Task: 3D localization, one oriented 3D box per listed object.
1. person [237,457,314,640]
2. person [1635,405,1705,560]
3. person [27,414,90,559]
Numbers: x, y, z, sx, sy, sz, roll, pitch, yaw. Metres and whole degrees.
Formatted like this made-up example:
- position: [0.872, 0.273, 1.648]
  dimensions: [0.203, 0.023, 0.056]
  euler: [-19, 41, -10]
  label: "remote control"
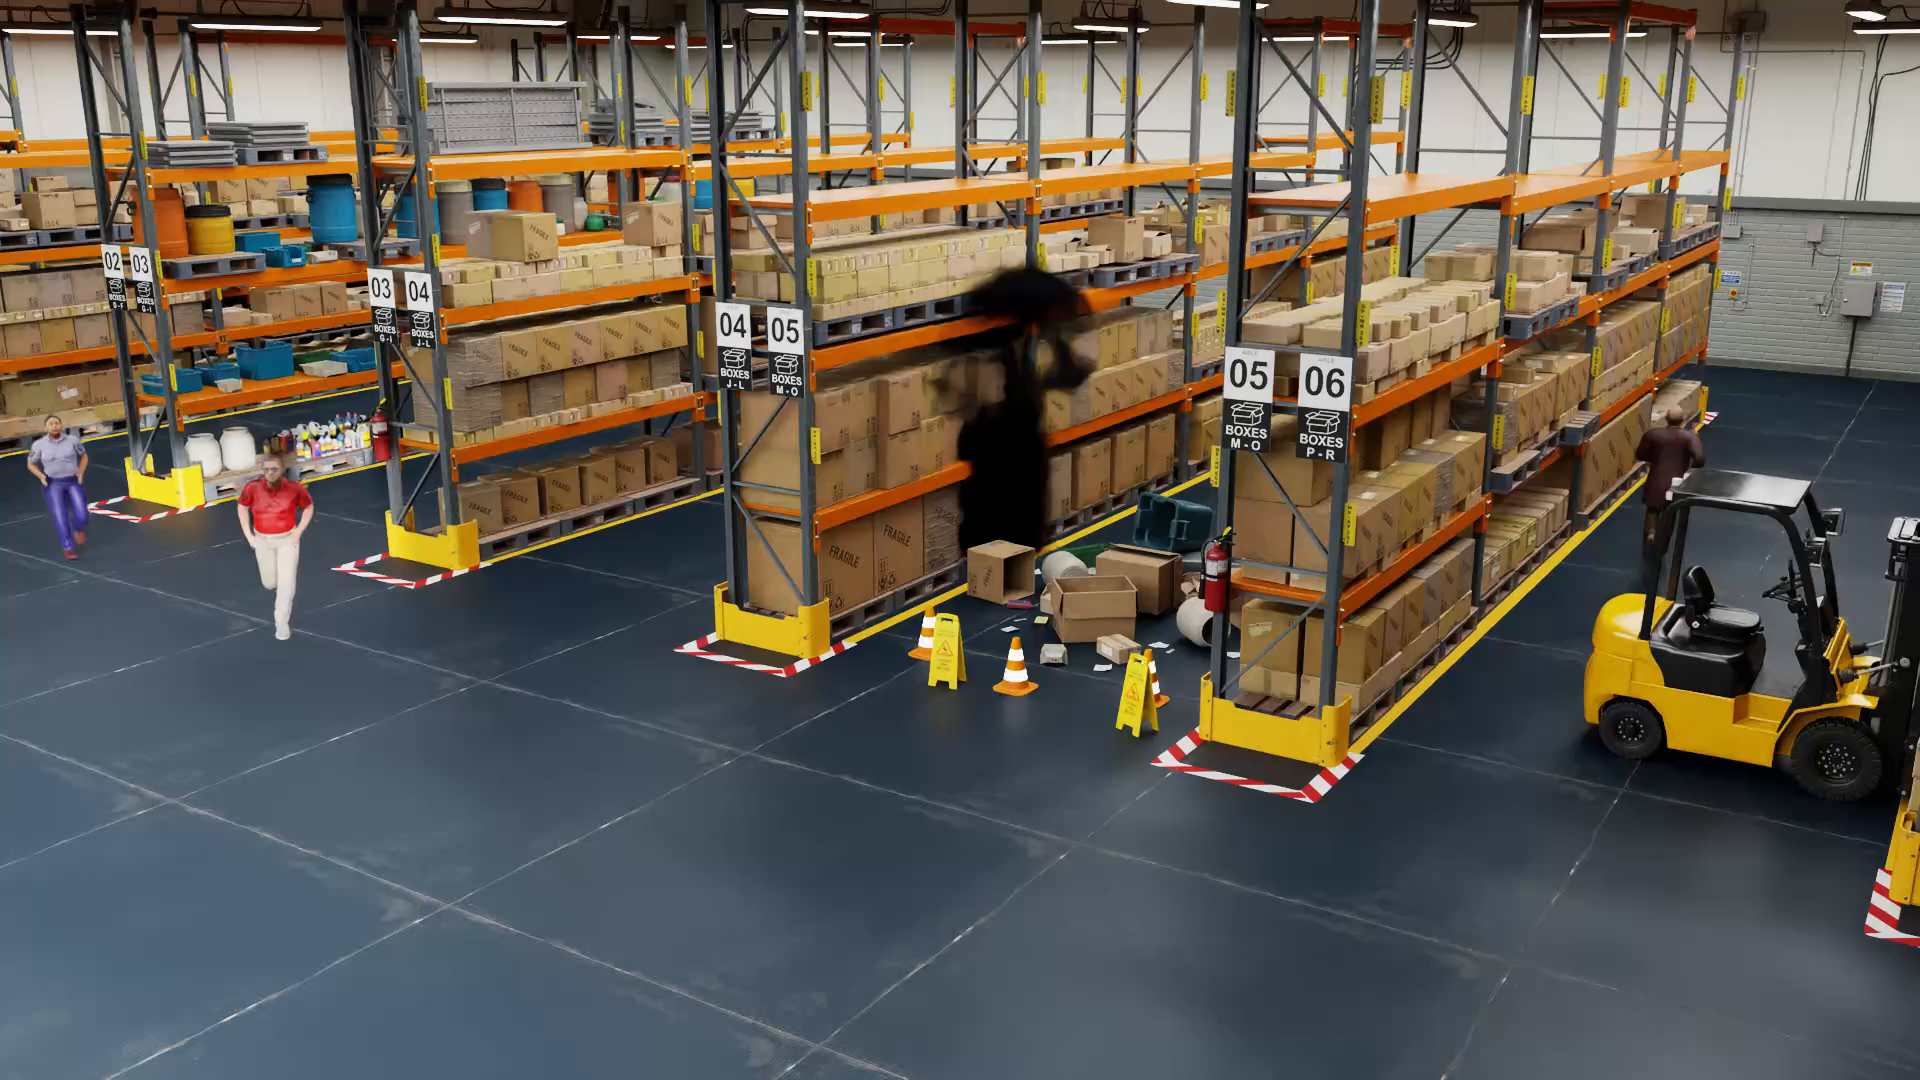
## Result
- position: [-6.502, 0.015, 15.907]
  dimensions: [0.675, 1.719, 0.856]
  euler: [-4, 16, -12]
  label: "person"
- position: [7.680, -0.595, 18.065]
  dimensions: [0.711, 1.750, 0.884]
  euler: [8, 17, 26]
  label: "person"
- position: [-9.941, -0.602, 18.409]
  dimensions: [0.605, 1.594, 0.578]
  euler: [-10, 19, -33]
  label: "person"
